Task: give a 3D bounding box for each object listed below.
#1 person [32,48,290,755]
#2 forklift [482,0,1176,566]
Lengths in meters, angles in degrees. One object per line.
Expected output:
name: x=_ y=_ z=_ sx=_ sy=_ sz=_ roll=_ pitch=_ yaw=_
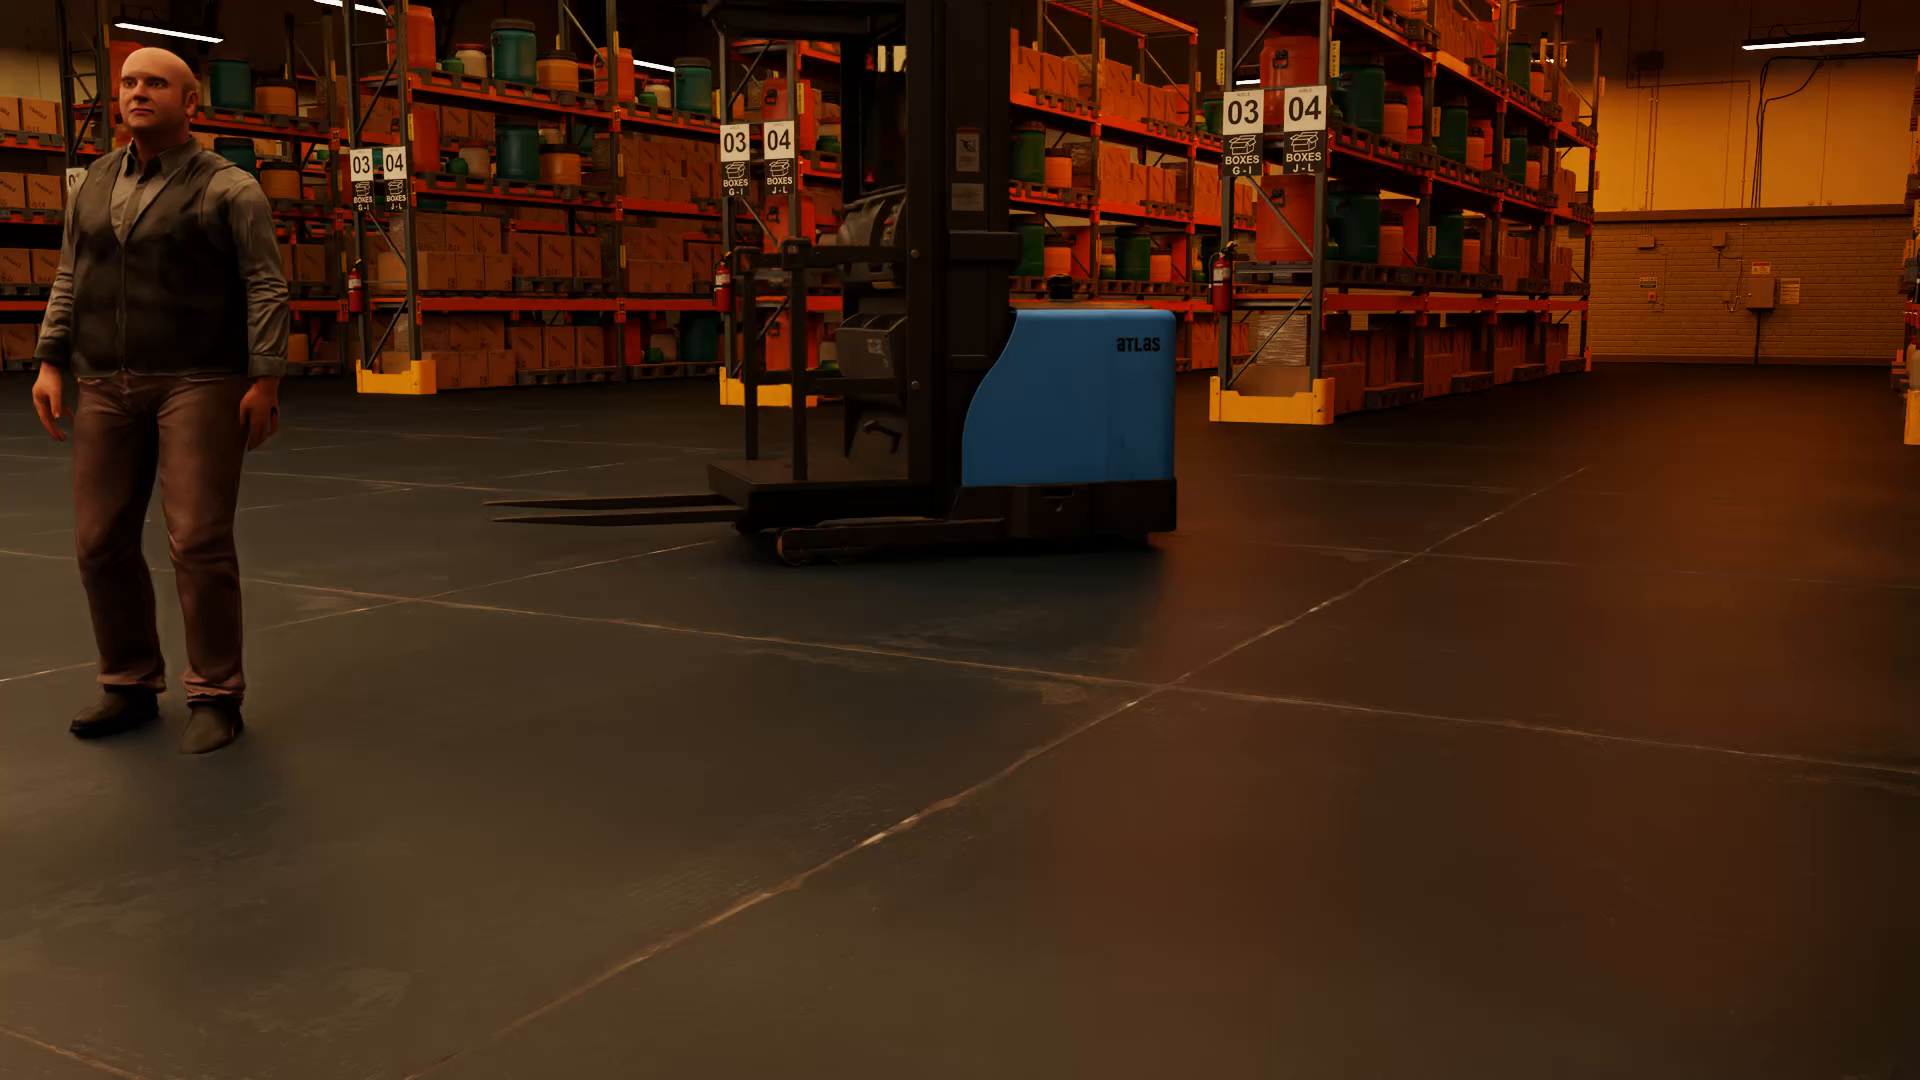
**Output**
person: x=-2.040 y=-0.350 z=4.191 sx=0.614 sy=1.748 sz=0.509 roll=1 pitch=8 yaw=5
forklift: x=-0.584 y=-1.422 z=7.397 sx=3.031 sy=2.935 sz=1.130 roll=-3 pitch=8 yaw=-19
